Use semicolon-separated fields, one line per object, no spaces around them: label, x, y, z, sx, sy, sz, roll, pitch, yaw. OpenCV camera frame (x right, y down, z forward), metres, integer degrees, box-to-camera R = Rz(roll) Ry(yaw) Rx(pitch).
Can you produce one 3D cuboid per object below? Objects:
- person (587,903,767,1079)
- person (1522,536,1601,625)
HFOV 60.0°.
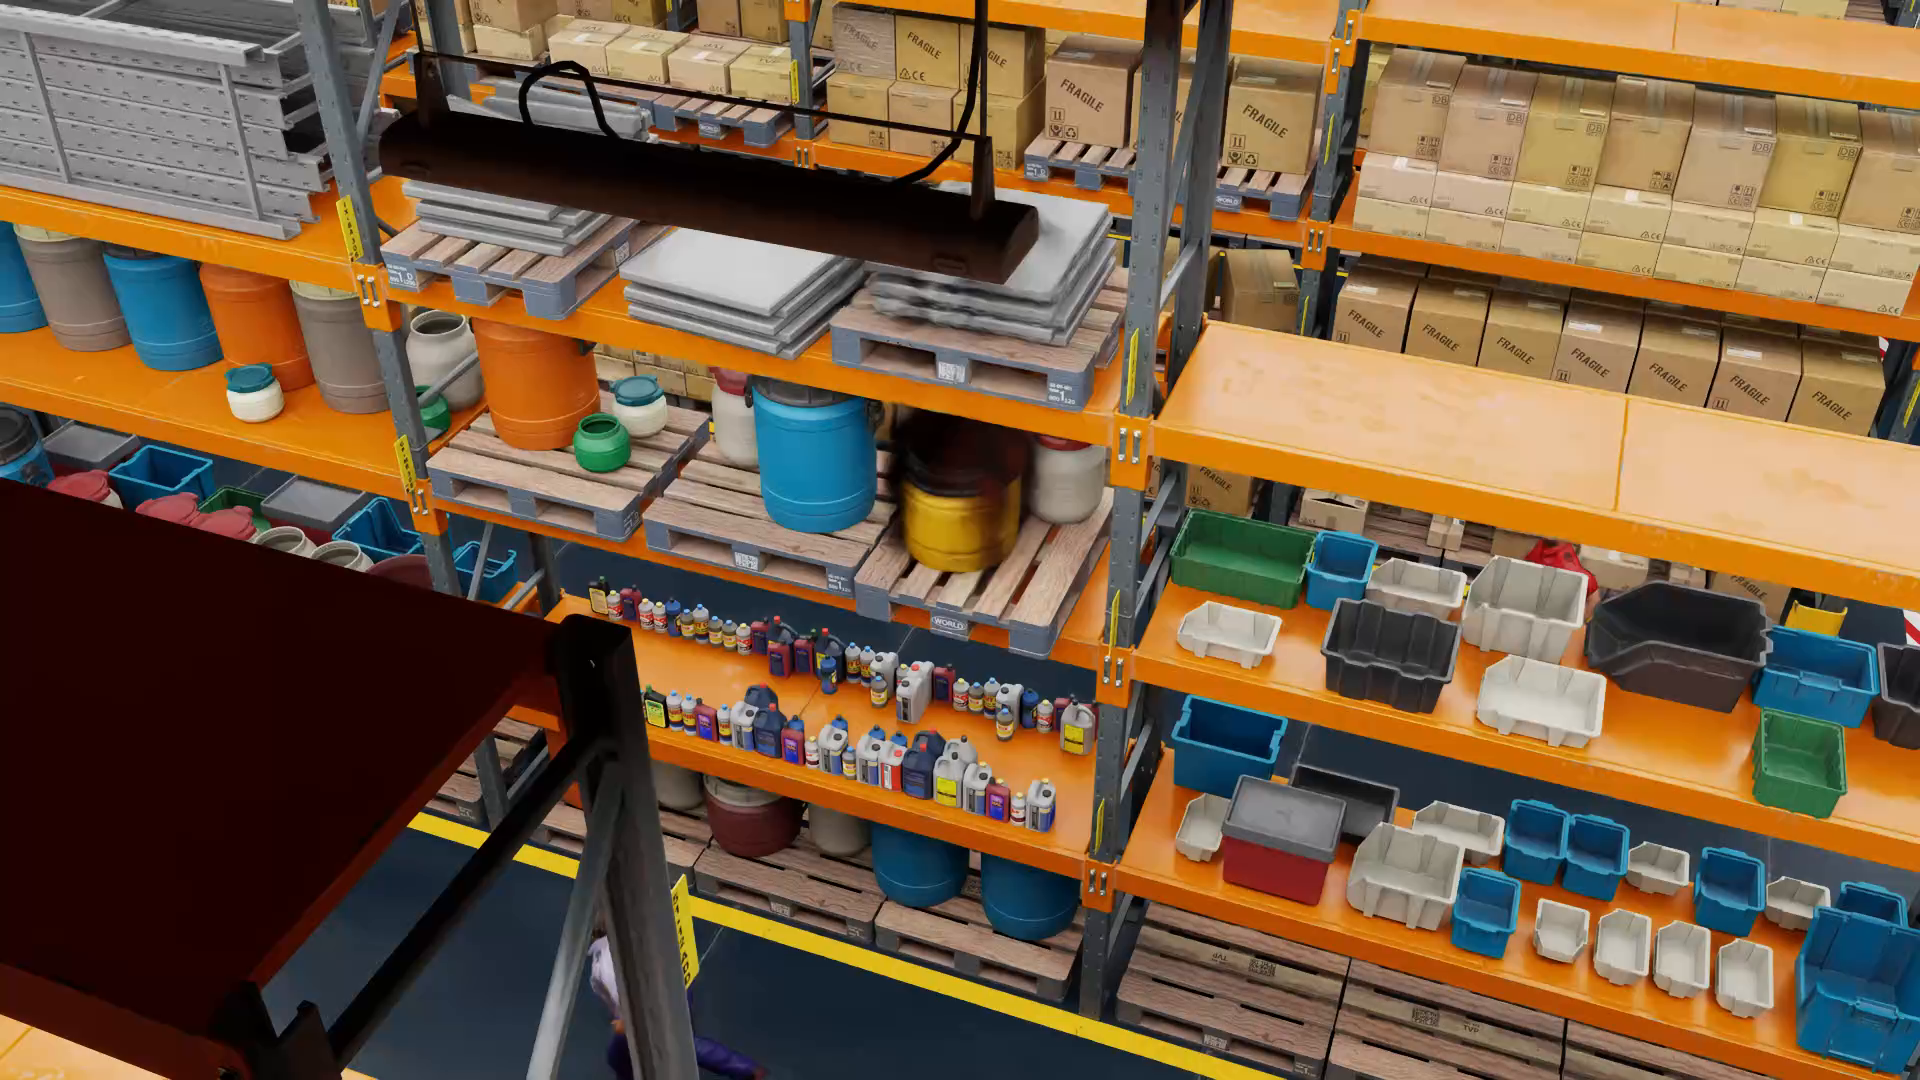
person;-1.523;2.513;8.709;0.955;1.620;0.629;2;37;3
person;3.901;0.542;11.237;0.831;1.769;0.626;8;37;10
